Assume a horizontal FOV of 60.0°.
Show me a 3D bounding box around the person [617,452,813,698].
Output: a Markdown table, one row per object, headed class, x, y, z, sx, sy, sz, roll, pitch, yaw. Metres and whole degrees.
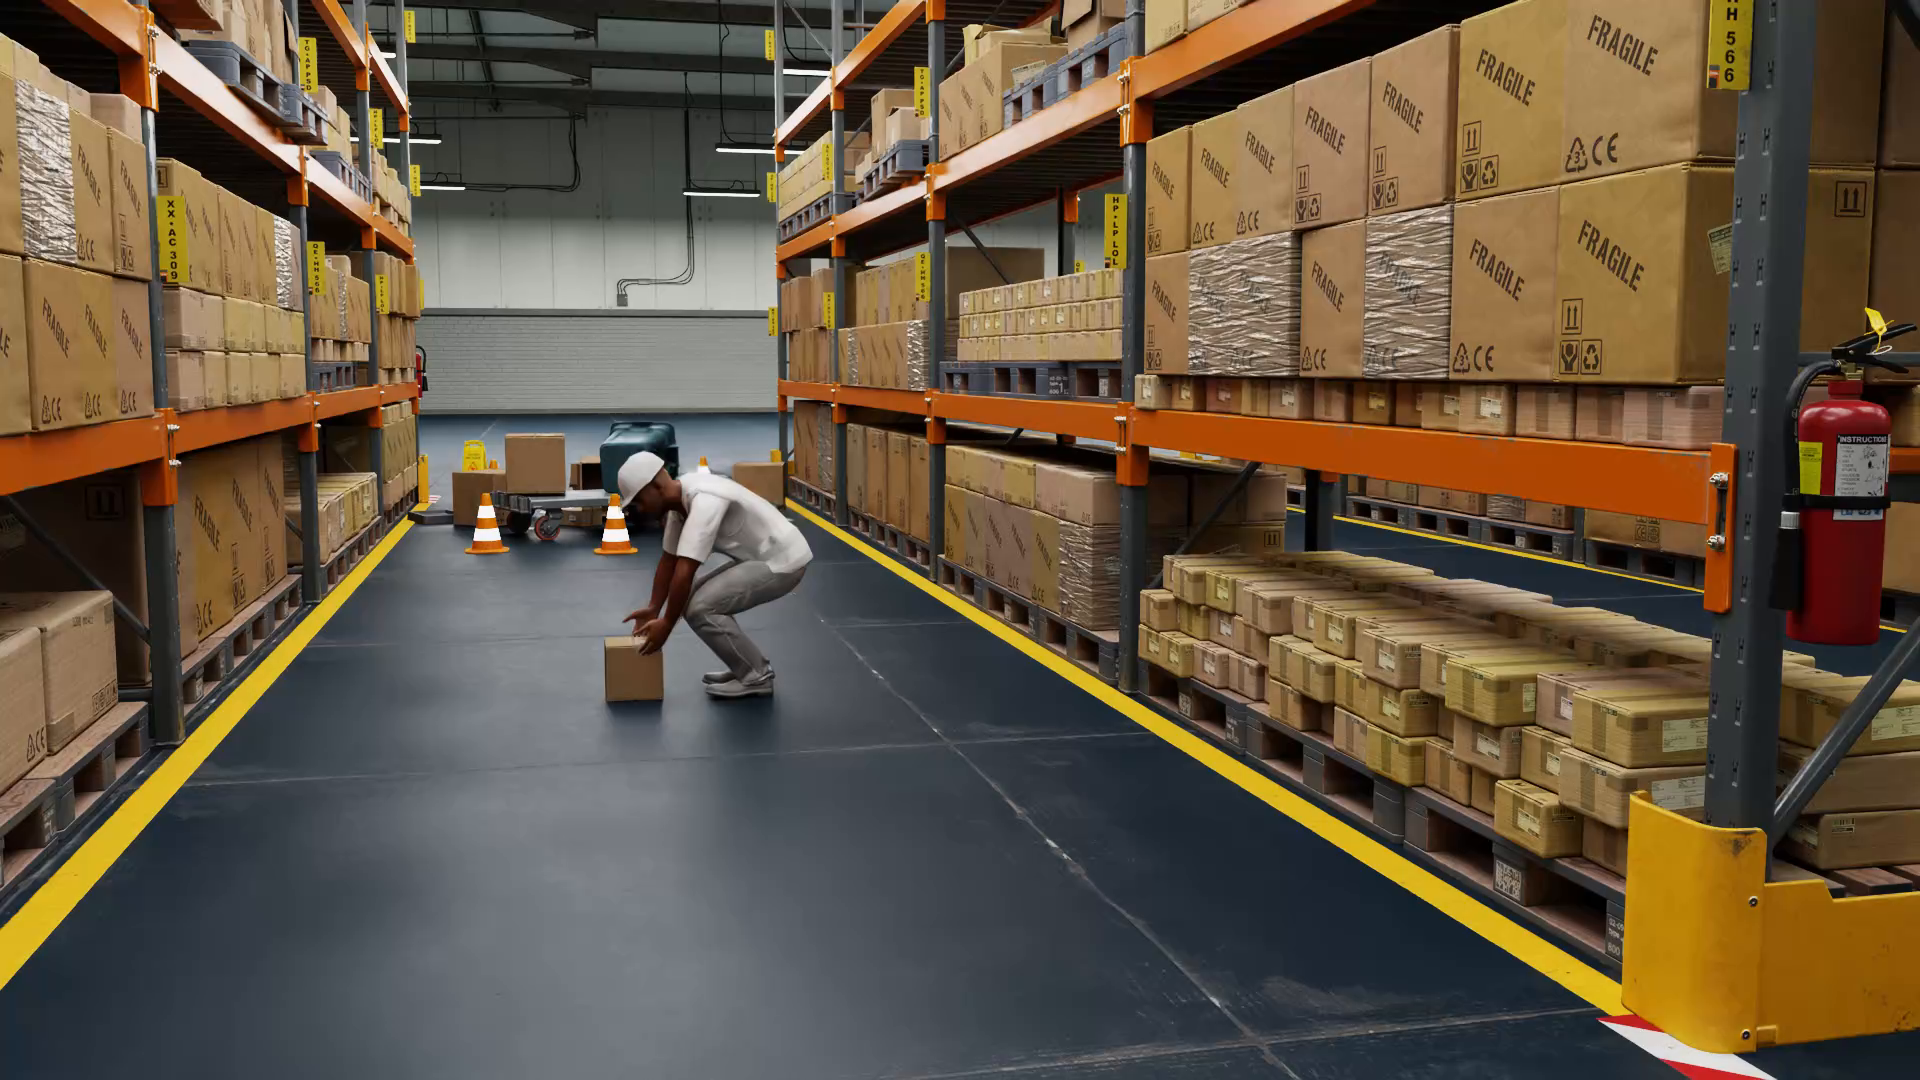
| class | x | y | z | sx | sy | sz | roll | pitch | yaw |
| --- | --- | --- | --- | --- | --- | --- | --- | --- | --- |
| person | -1.102 | 0.151 | 7.535 | 0.869 | 1.111 | 0.606 | -2 | 6 | -14 |
